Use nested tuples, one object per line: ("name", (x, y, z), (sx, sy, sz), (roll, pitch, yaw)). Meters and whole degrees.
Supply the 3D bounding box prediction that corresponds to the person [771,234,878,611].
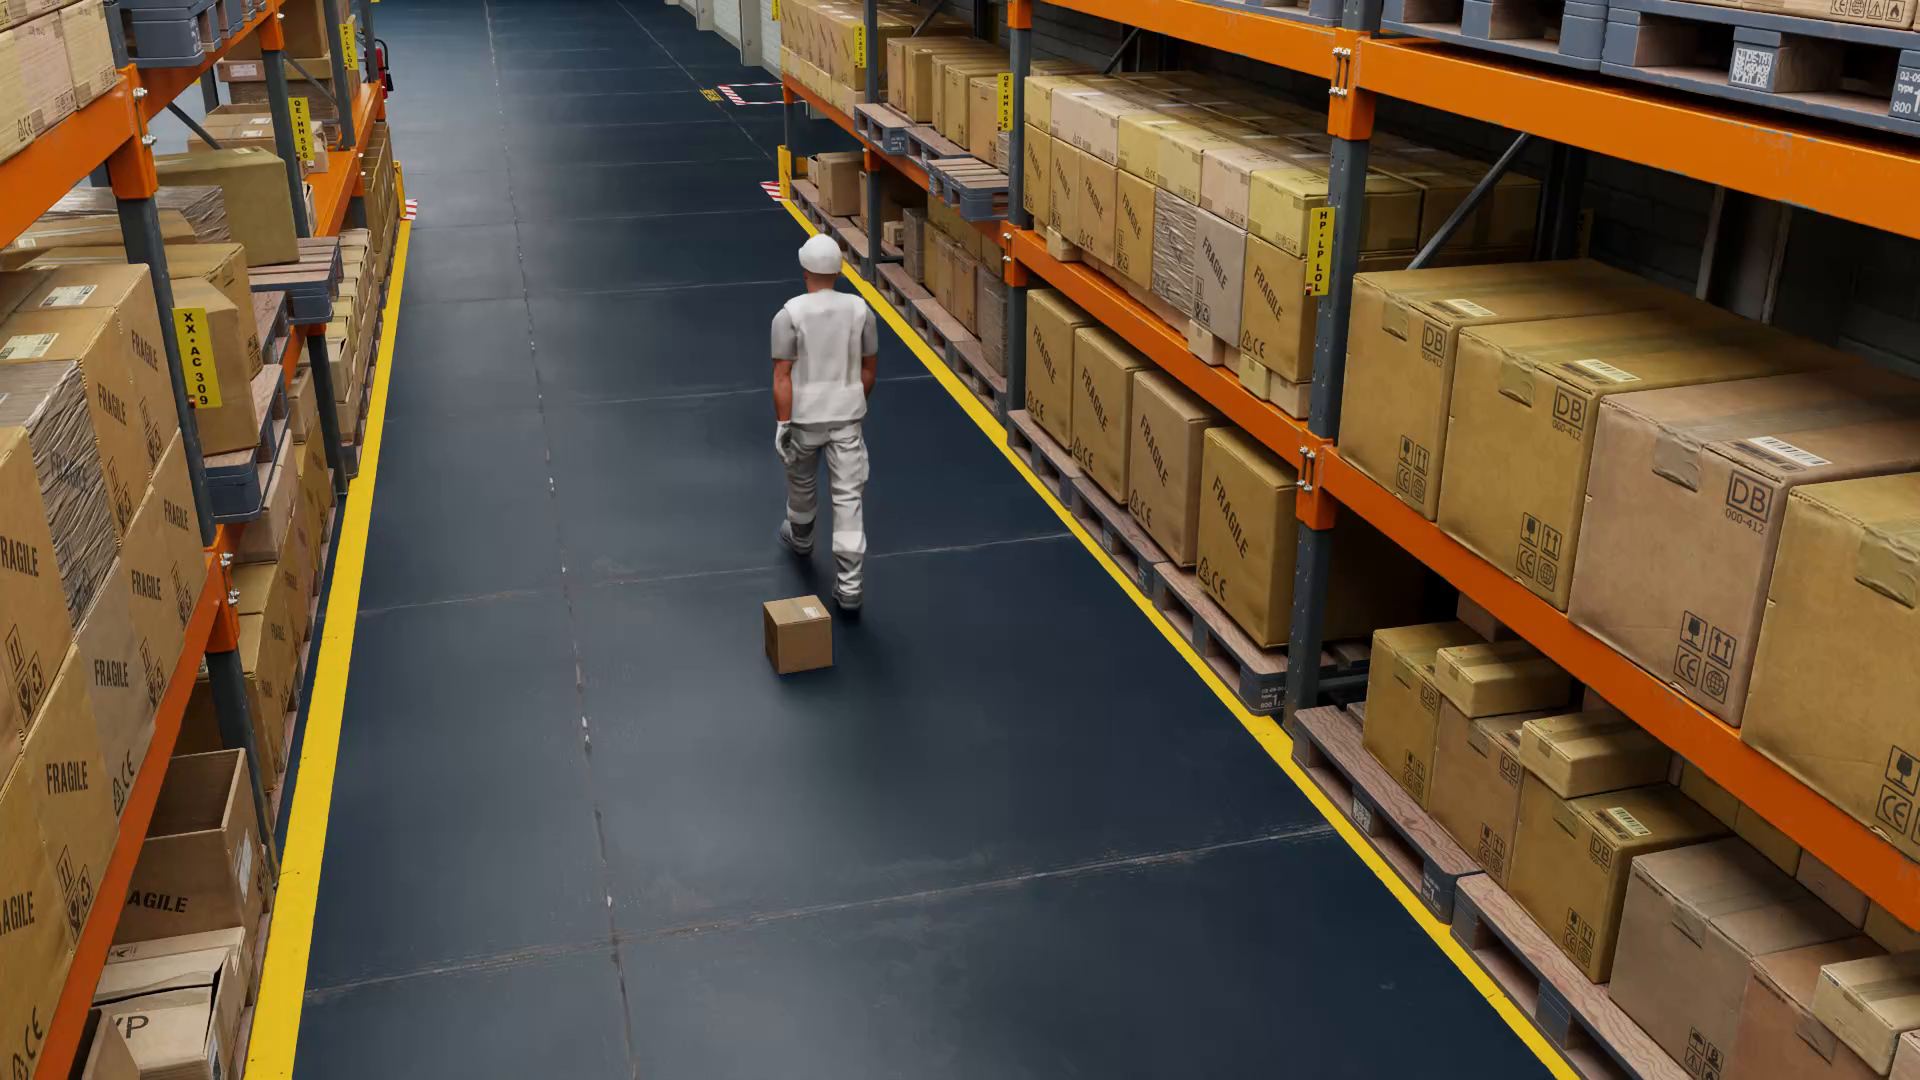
("person", (-0.657, -0.627, 8.058), (0.528, 1.722, 1.079), (-5, 23, -11))
